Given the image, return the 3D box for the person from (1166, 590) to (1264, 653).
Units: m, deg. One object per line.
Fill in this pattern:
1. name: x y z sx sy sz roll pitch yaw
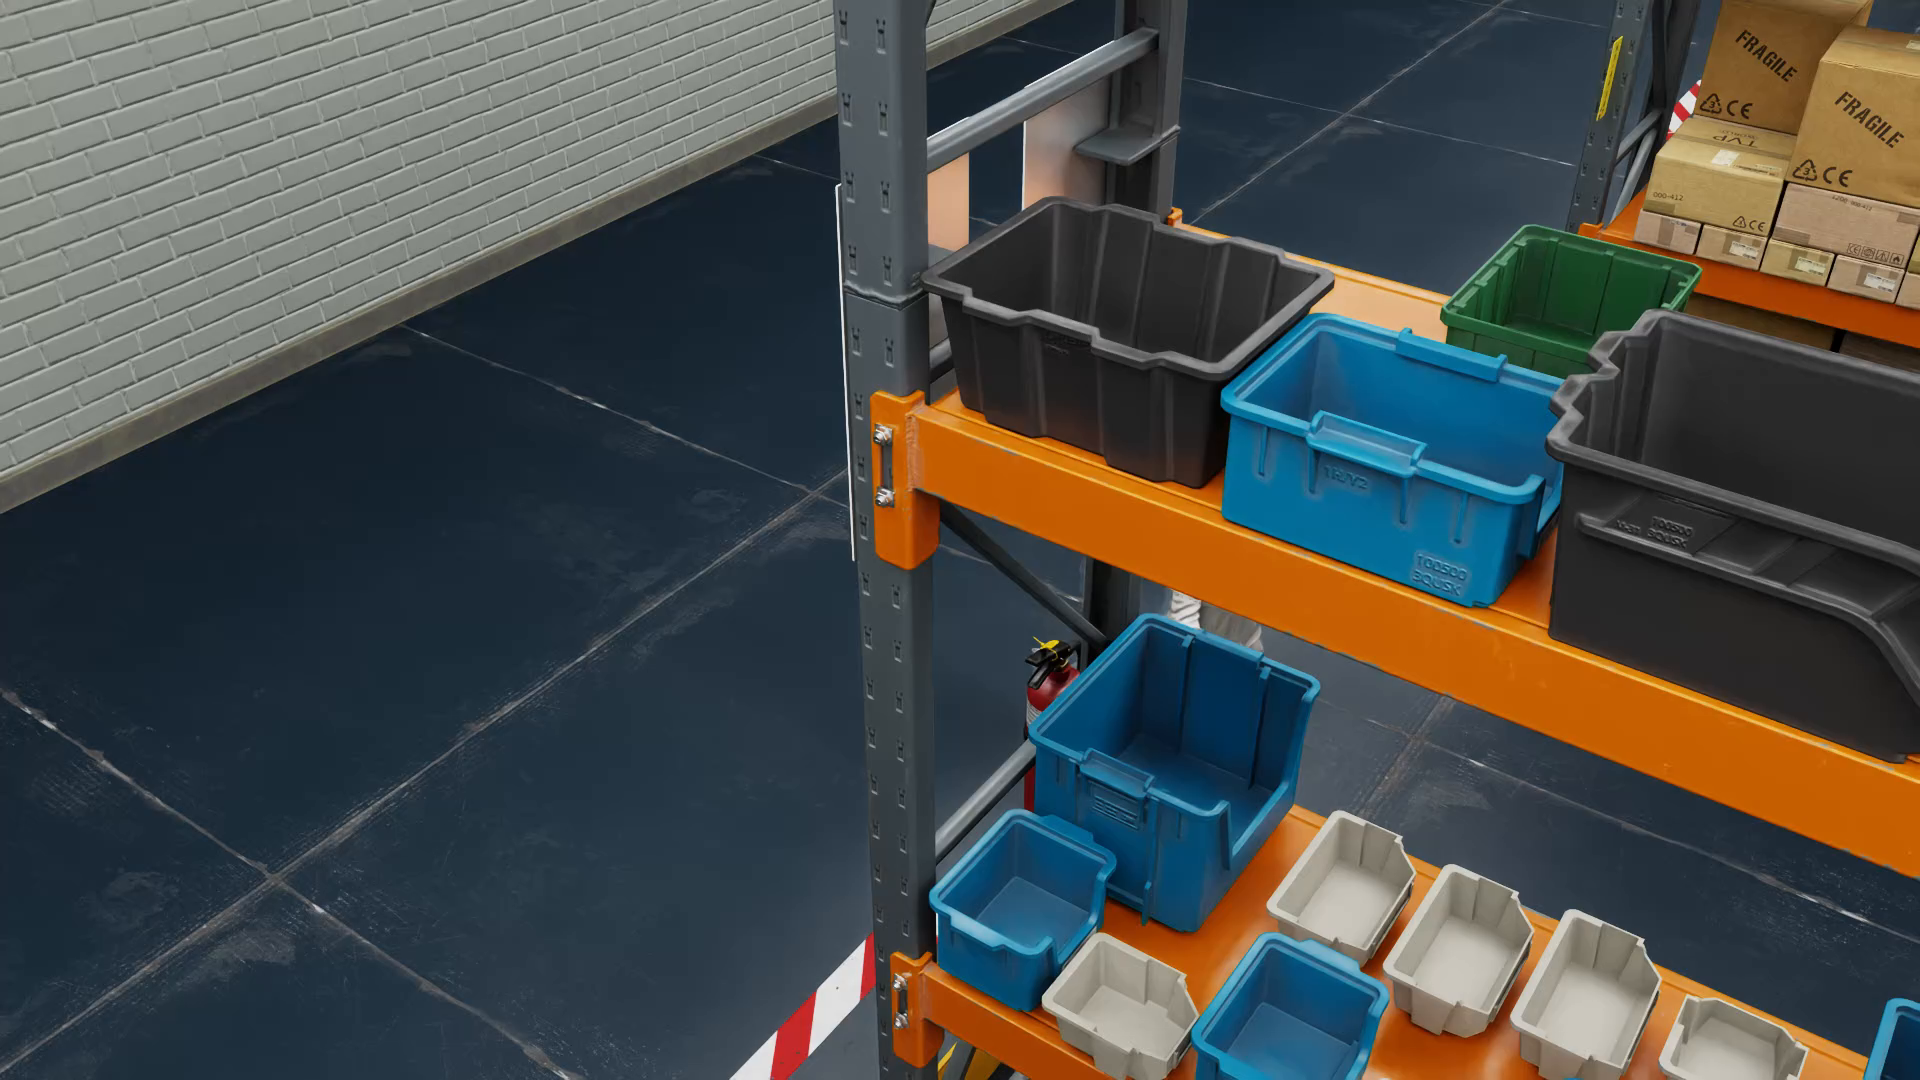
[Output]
1. person: 0.930 0.406 5.576 0.468 1.560 0.751 -30 45 -35
